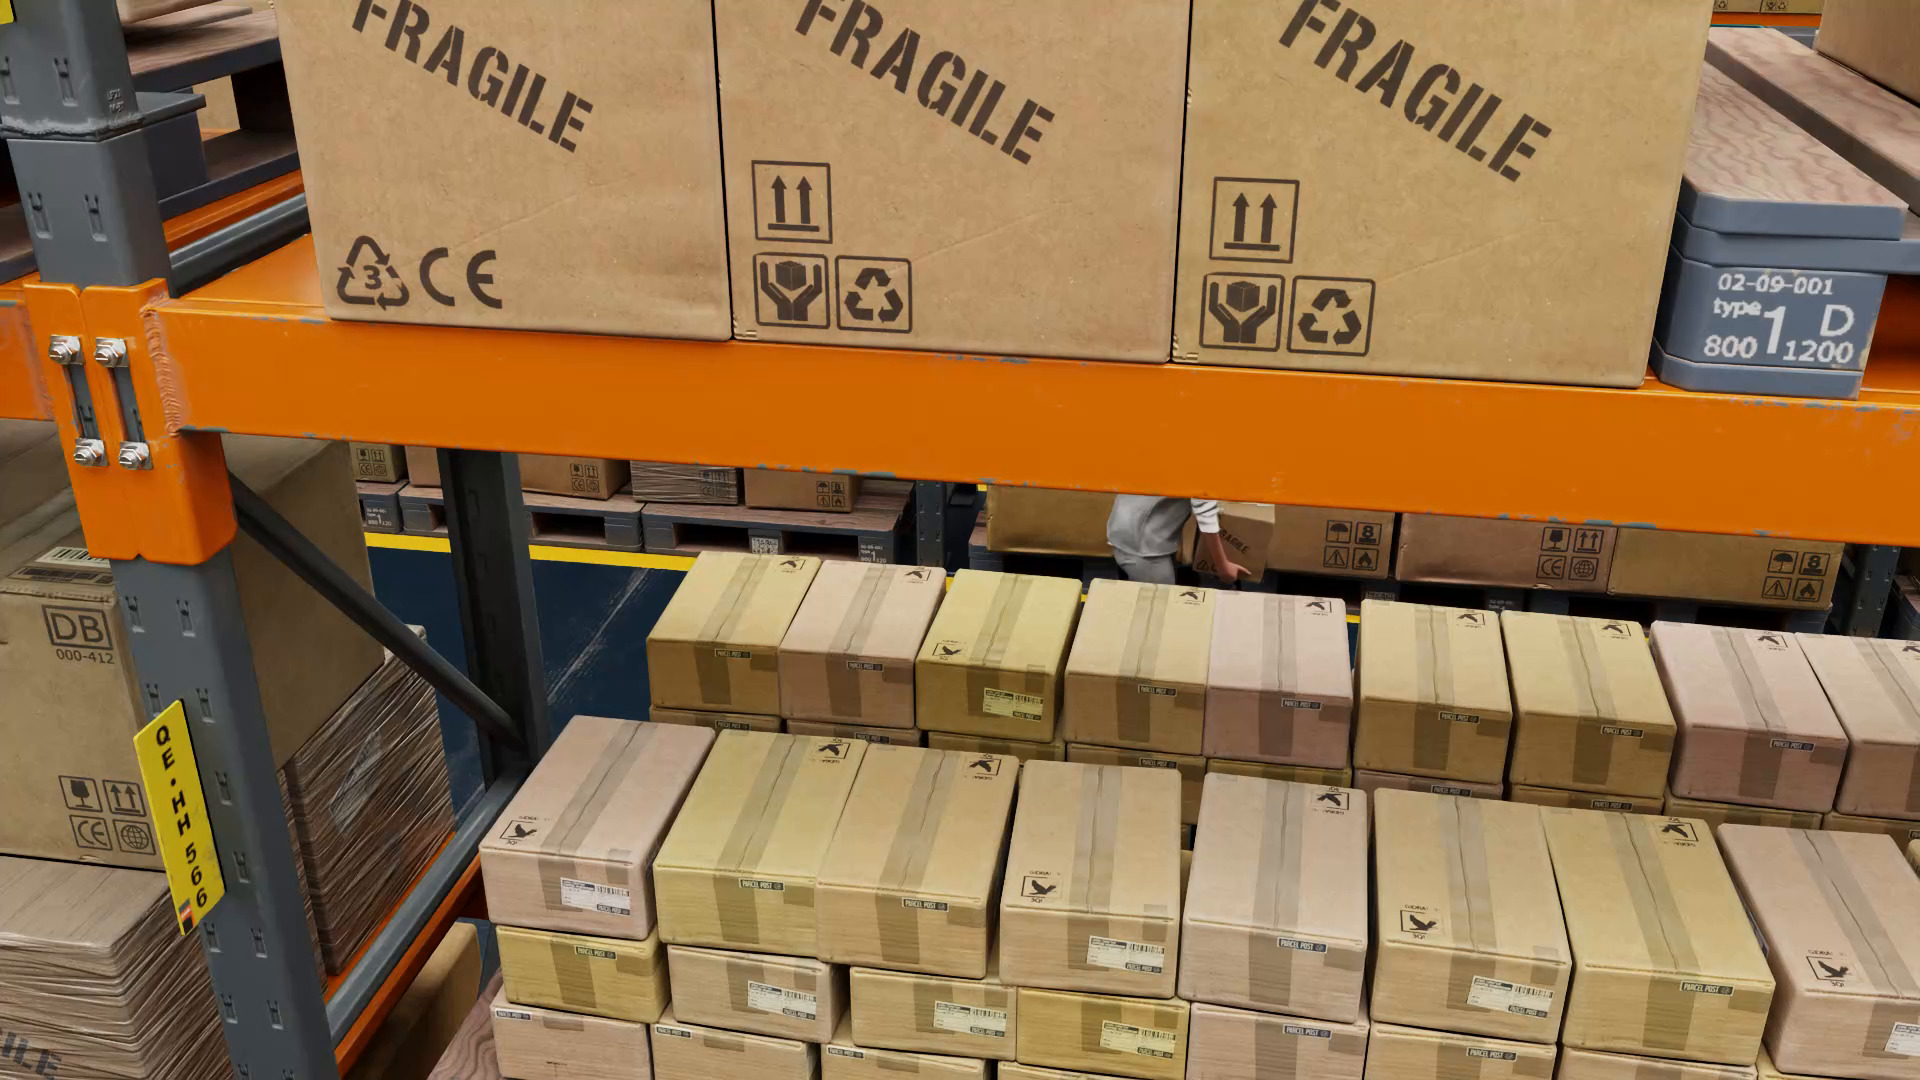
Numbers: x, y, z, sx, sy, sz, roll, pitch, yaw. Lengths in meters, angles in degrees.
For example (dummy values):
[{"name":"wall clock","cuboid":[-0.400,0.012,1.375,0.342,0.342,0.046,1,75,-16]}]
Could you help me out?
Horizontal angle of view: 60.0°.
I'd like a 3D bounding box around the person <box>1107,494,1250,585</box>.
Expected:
[{"name":"person","cuboid":[0.801,0.016,6.119,0.525,1.577,0.372,4,26,8]}]
